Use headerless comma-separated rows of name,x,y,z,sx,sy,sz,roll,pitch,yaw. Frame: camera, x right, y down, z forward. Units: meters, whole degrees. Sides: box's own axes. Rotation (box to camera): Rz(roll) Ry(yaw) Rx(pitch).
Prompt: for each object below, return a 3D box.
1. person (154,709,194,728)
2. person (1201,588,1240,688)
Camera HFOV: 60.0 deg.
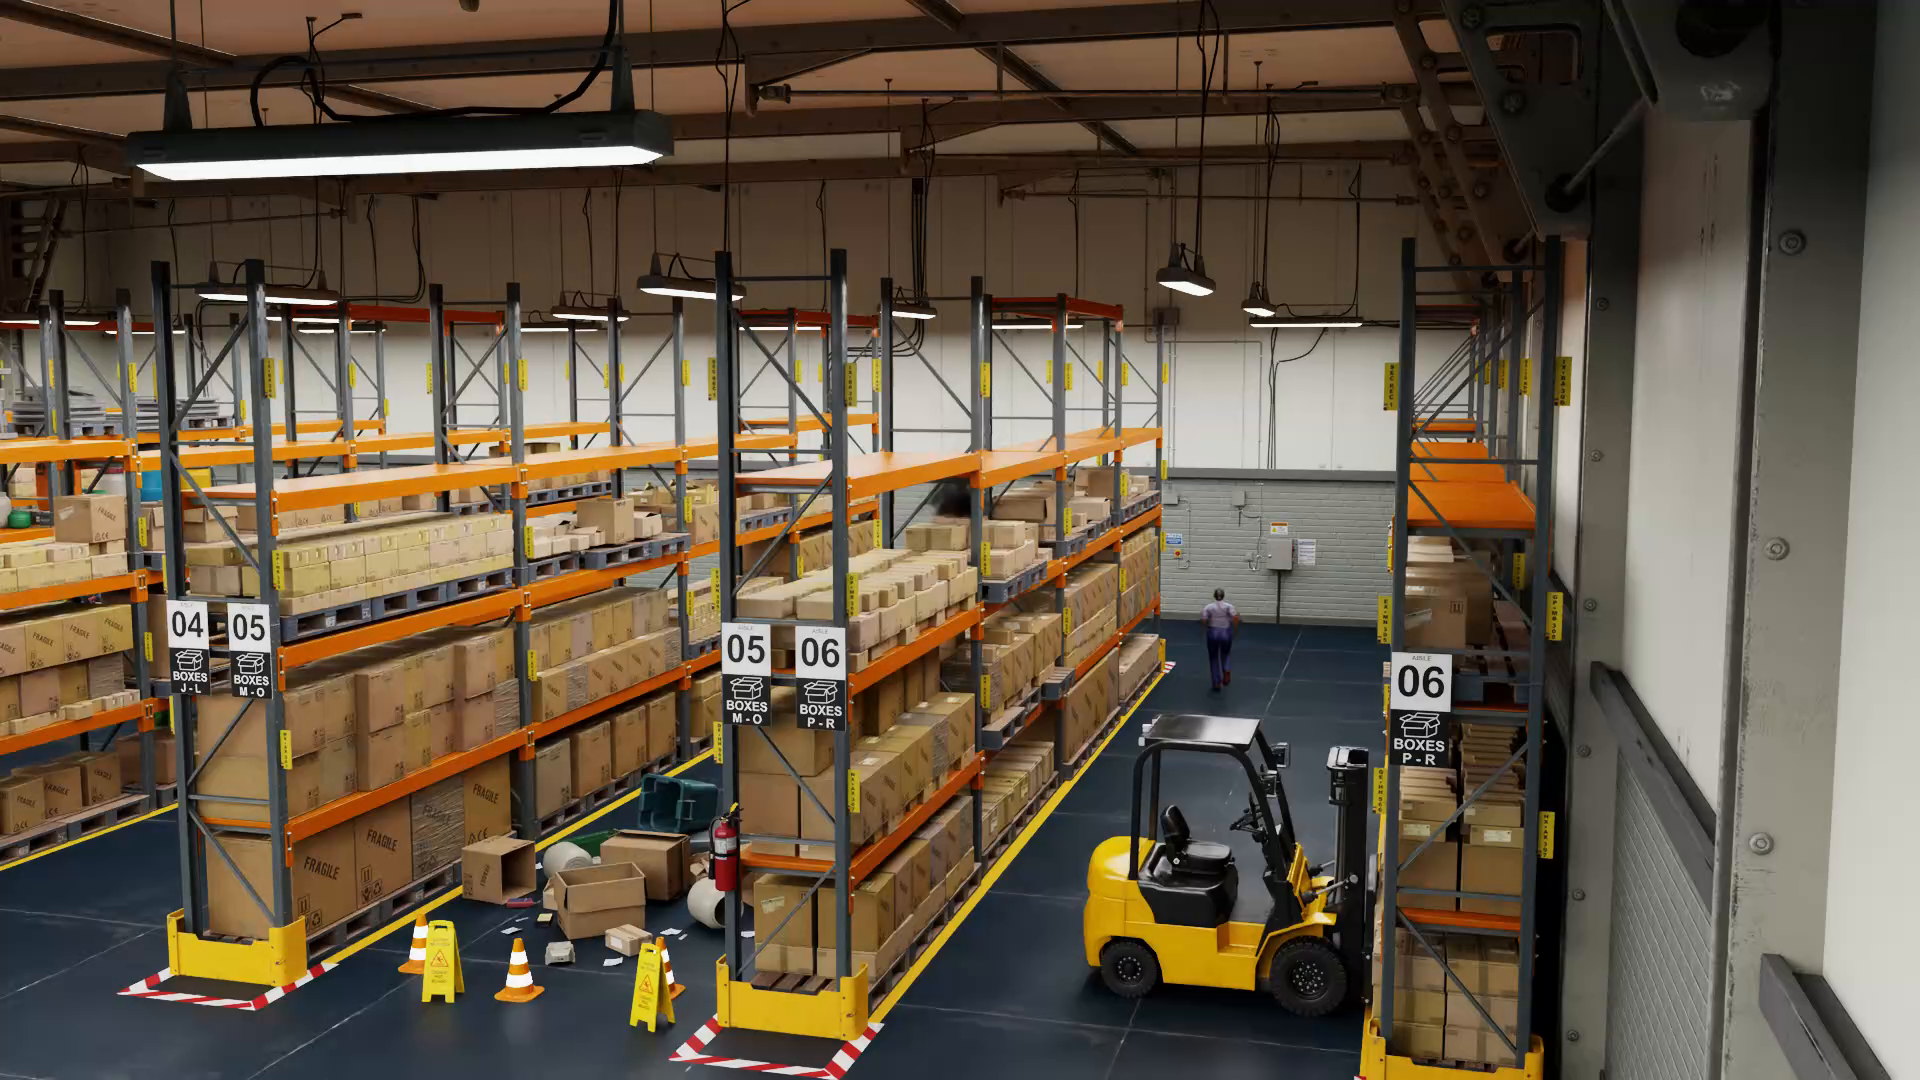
person,-10.543,1.944,22.220,0.657,1.755,0.760,1,6,12
person,4.152,1.551,26.590,0.592,1.609,0.583,1,6,5
